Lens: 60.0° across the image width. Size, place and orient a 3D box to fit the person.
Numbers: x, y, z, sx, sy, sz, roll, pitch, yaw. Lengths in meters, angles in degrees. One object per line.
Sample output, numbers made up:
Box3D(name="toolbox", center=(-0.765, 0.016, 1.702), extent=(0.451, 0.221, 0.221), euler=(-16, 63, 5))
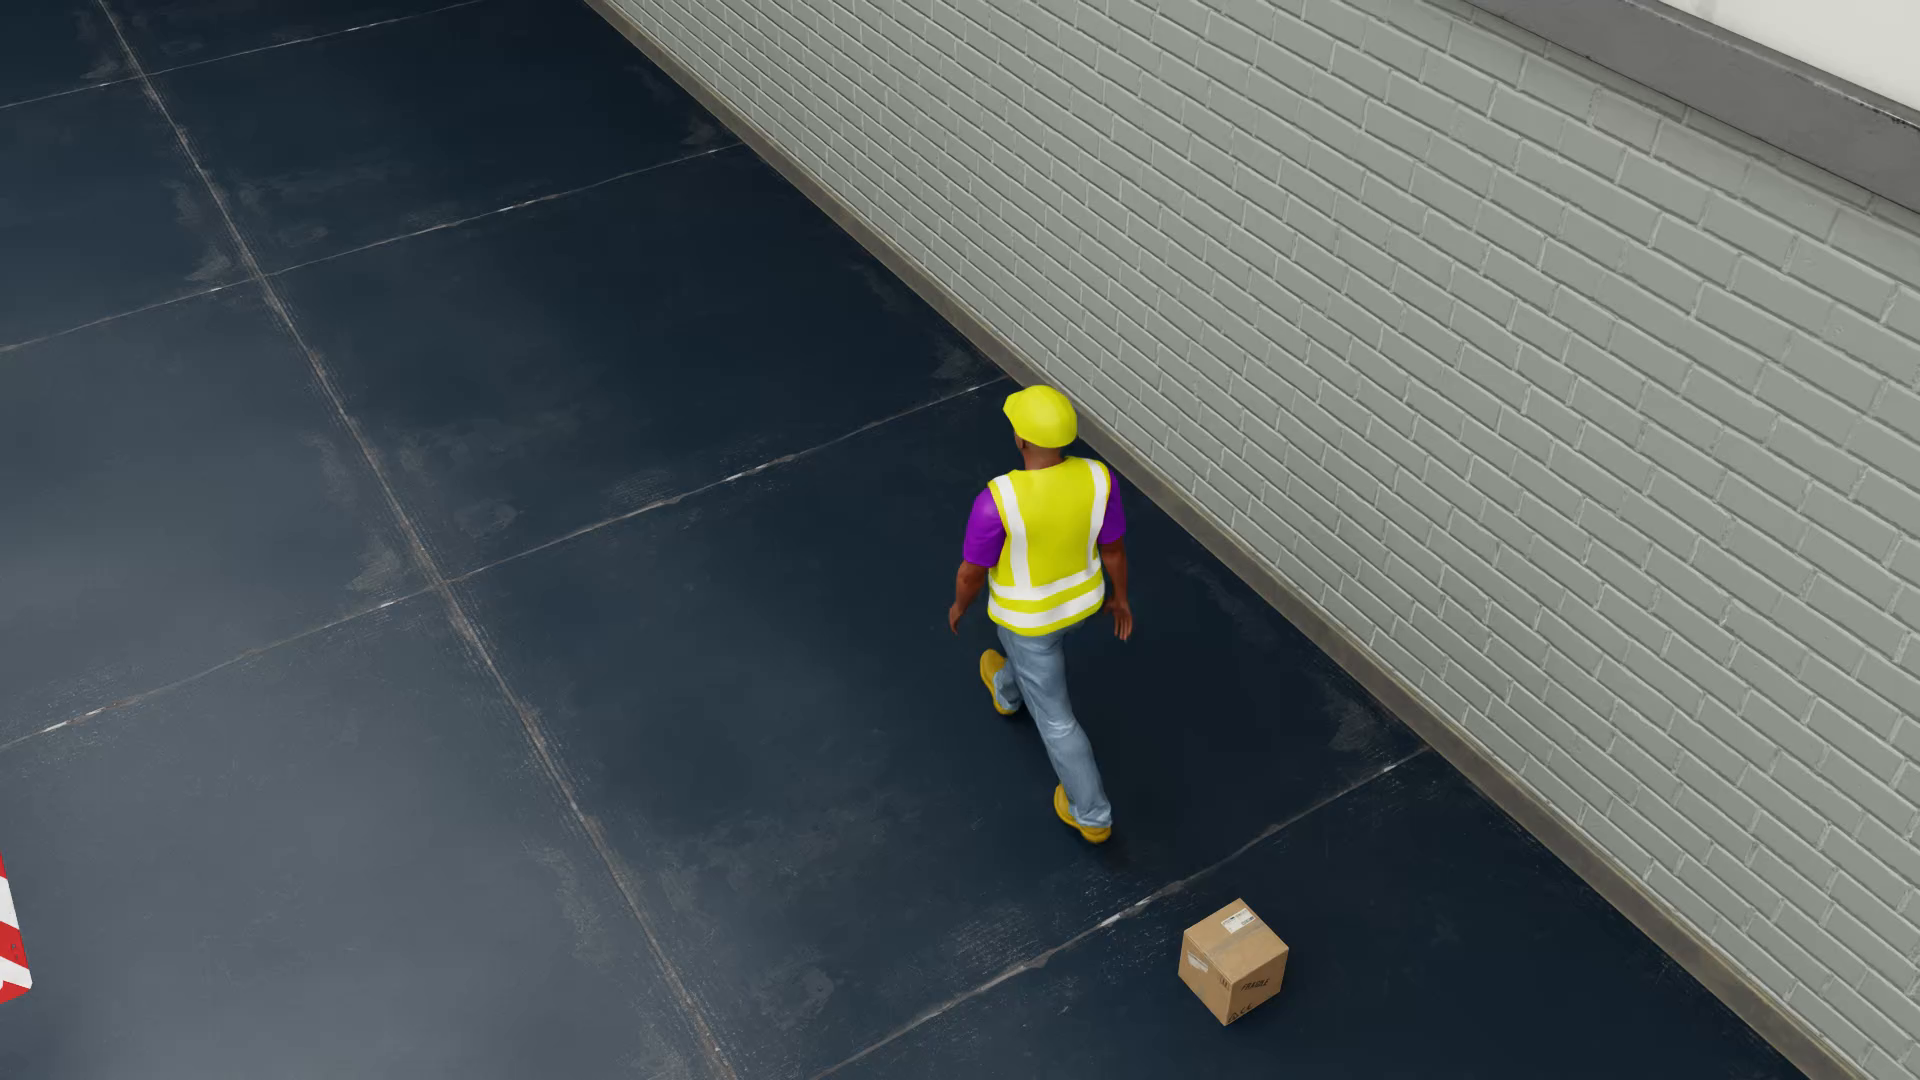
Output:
Box3D(name="person", center=(0.281, 0.208, 5.915), extent=(0.600, 1.717, 1.073), euler=(-21, 45, -23))
